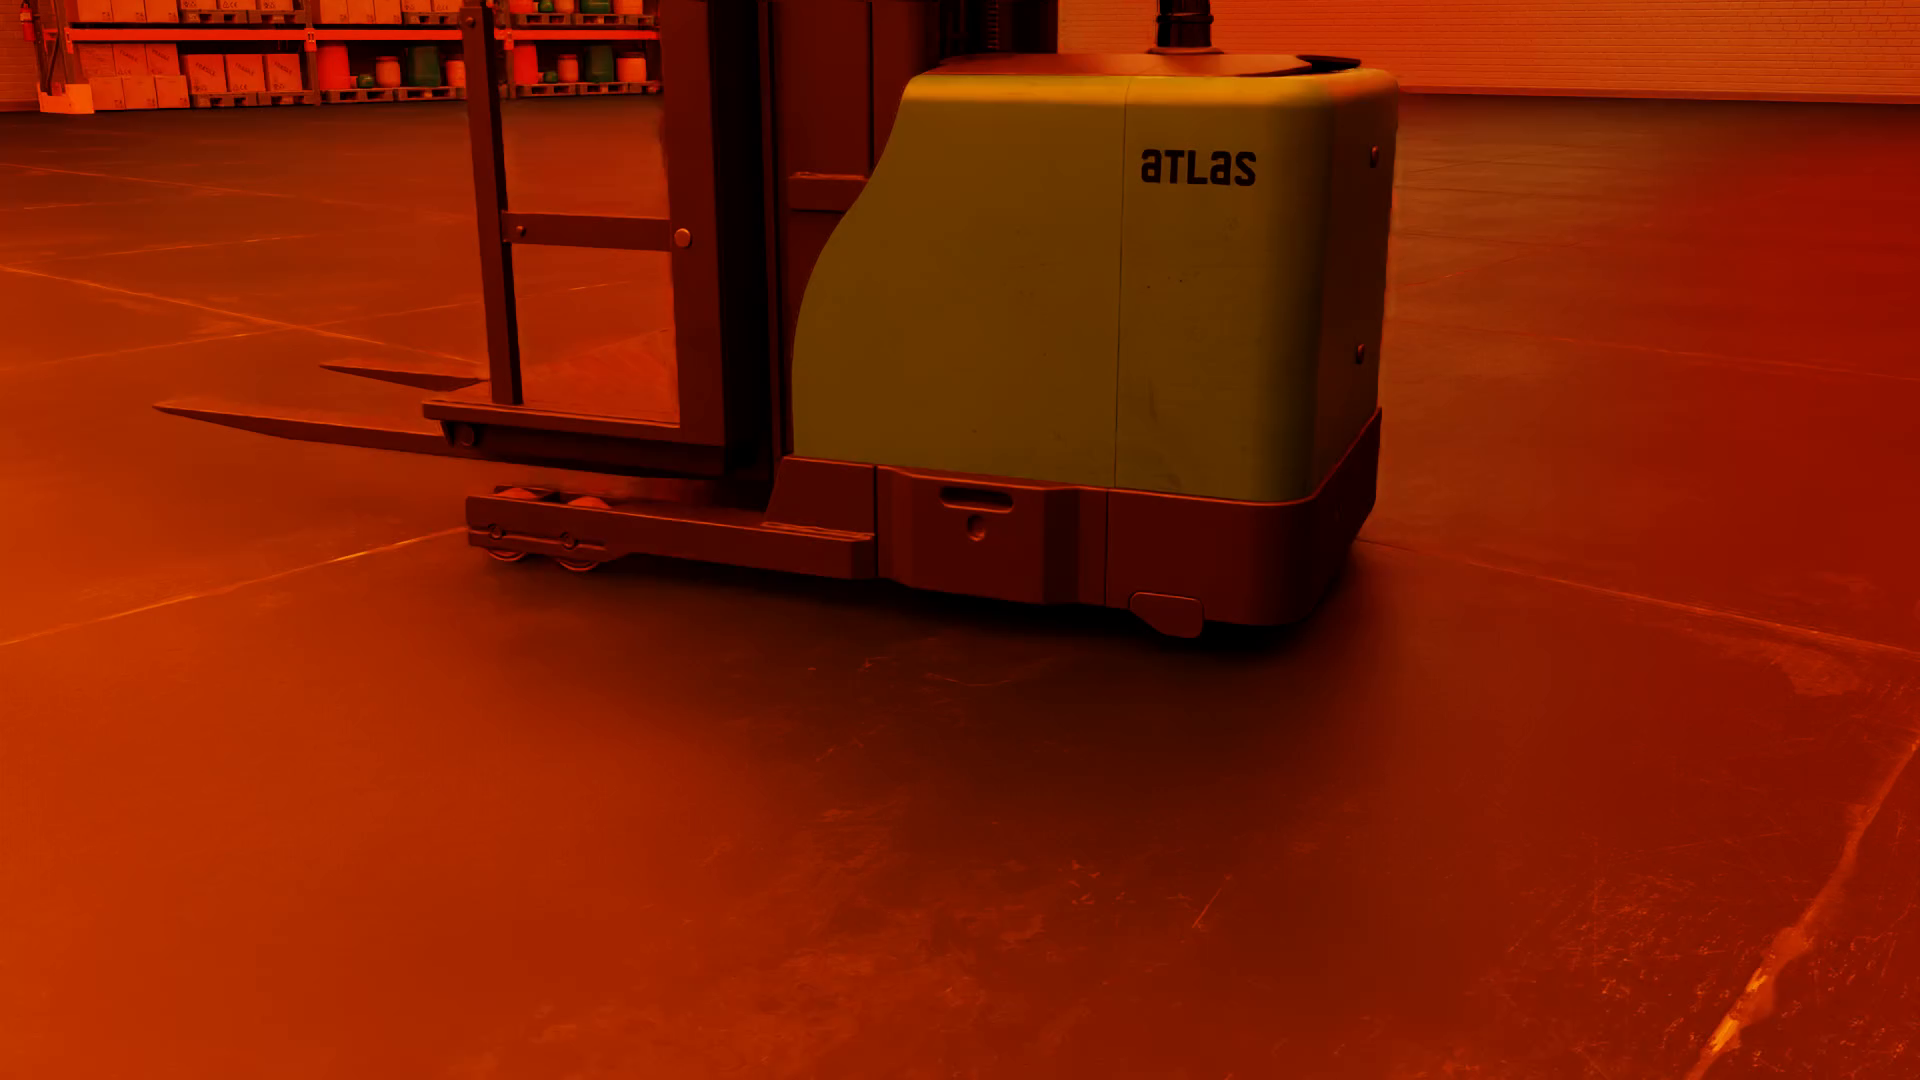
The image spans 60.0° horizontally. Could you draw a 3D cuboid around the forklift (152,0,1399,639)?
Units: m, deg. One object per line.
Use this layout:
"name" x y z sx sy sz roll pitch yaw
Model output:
"forklift" -0.576 -1.465 3.723 3.031 2.935 1.130 7 18 21
